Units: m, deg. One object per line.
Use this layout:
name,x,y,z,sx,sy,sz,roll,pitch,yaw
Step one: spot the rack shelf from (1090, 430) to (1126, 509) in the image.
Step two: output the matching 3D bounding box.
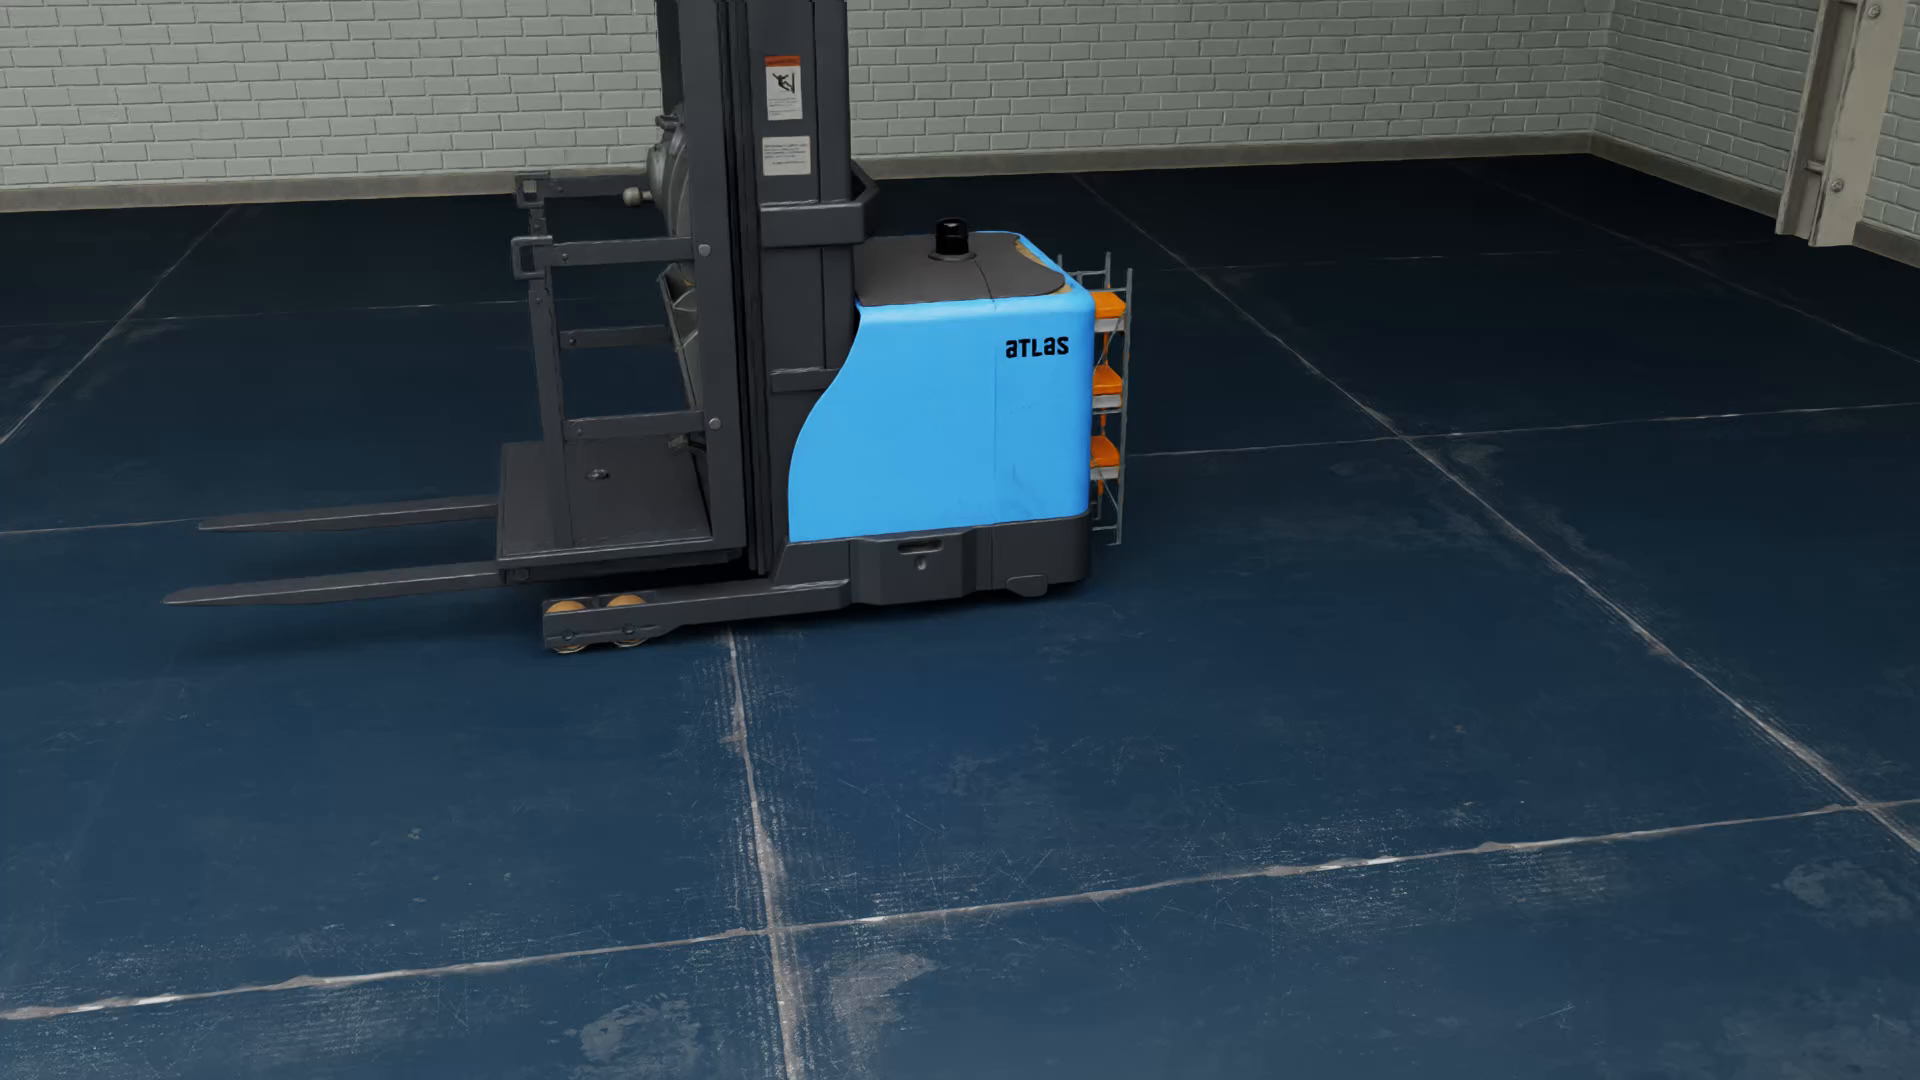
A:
rack shelf,0.475,-0.240,6.208,0.215,0.259,0.240,-5,24,-12

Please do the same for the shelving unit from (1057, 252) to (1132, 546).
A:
shelving unit,0.475,-0.504,6.092,0.215,1.050,0.252,-5,24,-12

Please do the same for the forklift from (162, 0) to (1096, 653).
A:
forklift,-1.115,-1.208,5.353,3.031,2.935,1.130,-5,24,-12

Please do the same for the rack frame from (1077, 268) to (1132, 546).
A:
rack frame,0.503,-0.456,5.983,0.200,1.050,0.008,-5,24,-12

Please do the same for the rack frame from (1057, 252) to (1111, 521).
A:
rack frame,0.447,-0.552,6.201,0.200,1.050,0.008,-5,24,-12

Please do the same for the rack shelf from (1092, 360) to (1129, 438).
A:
rack shelf,0.475,-0.494,6.096,0.215,0.259,0.240,-5,24,-12

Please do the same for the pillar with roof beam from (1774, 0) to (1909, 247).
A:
pillar with roof beam,1.259,-5.742,8.153,9.100,9.000,0.400,-4,24,-10

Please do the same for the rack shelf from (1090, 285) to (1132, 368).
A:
rack shelf,0.475,-0.754,5.983,0.215,0.259,0.240,-5,24,-12
